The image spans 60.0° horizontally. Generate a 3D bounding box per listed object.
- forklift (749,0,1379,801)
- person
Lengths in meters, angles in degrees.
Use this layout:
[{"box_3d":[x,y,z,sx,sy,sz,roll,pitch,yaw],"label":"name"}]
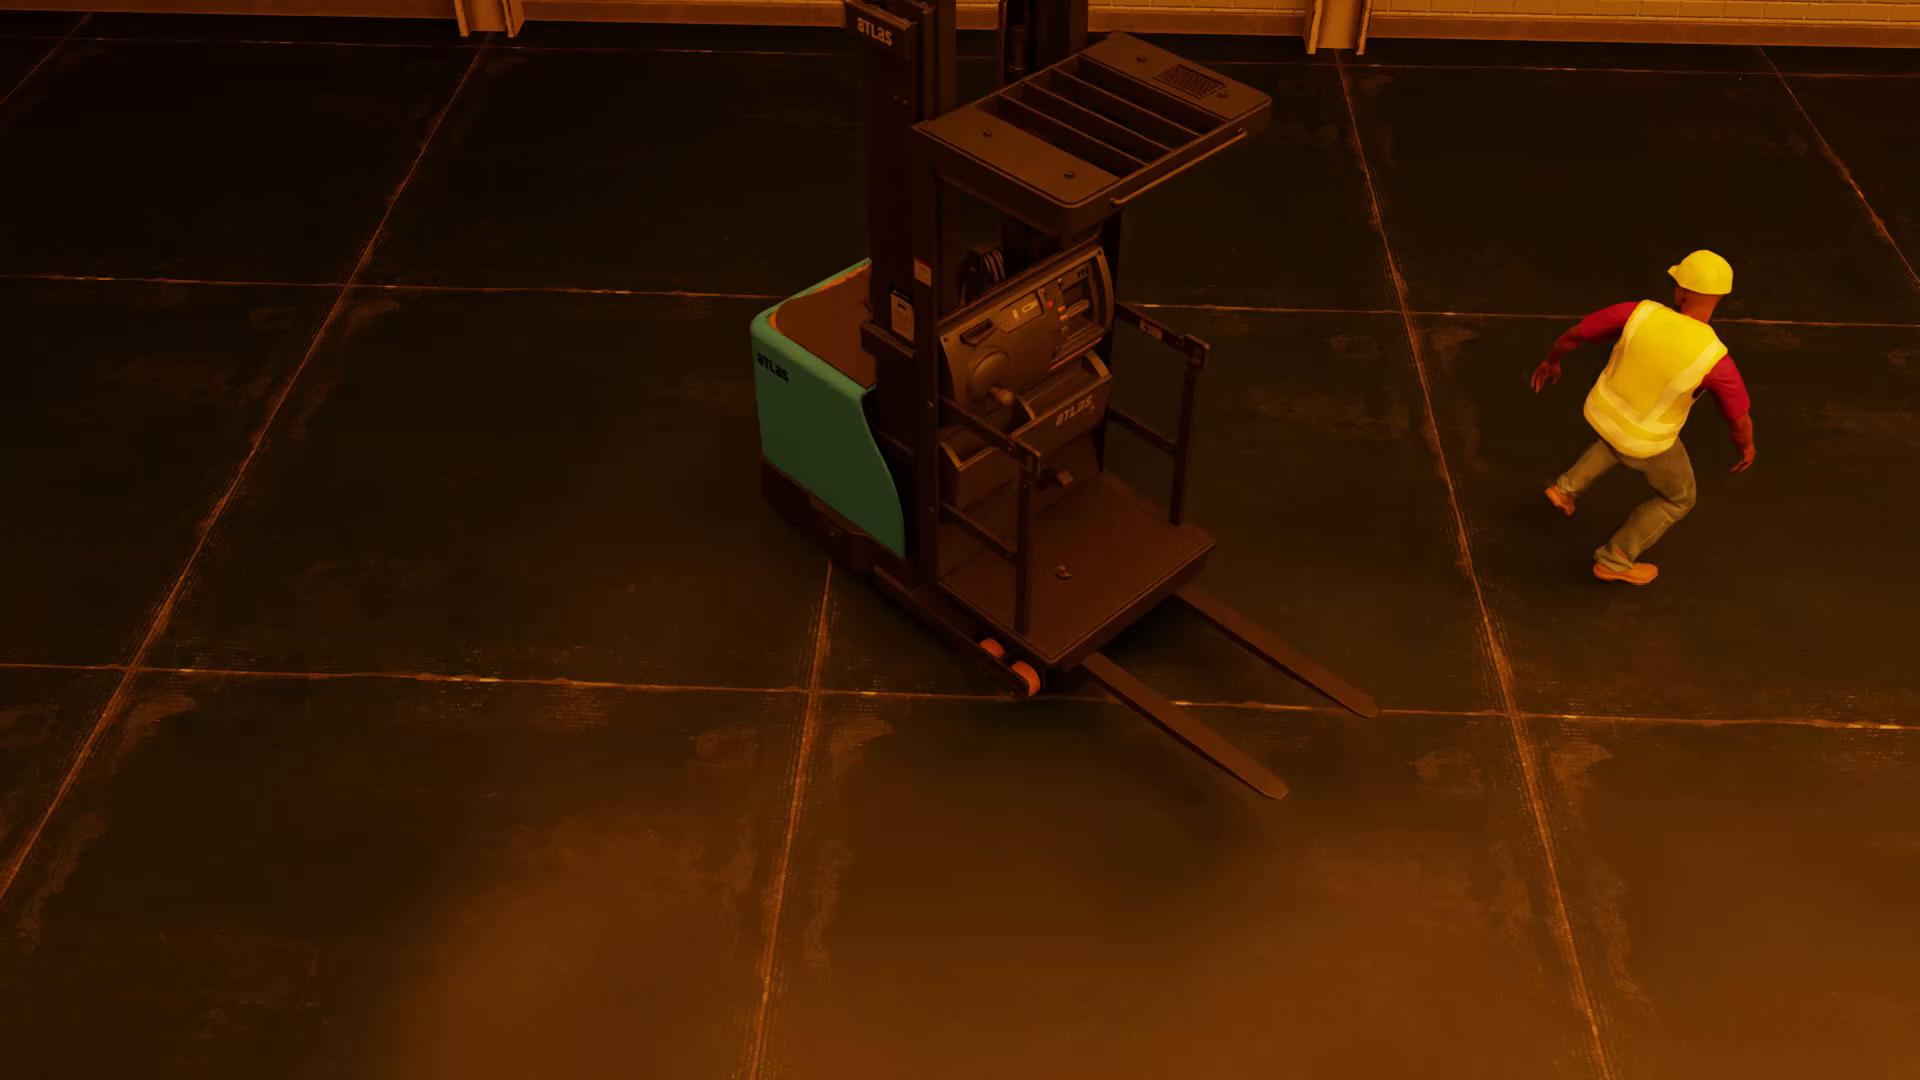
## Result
[{"box_3d":[0.429,-0.792,6.610,1.130,2.935,3.031,-33,52,-31],"label":"forklift"},{"box_3d":[3.015,-0.556,7.305,0.621,1.664,0.859,-17,45,-18],"label":"person"}]
